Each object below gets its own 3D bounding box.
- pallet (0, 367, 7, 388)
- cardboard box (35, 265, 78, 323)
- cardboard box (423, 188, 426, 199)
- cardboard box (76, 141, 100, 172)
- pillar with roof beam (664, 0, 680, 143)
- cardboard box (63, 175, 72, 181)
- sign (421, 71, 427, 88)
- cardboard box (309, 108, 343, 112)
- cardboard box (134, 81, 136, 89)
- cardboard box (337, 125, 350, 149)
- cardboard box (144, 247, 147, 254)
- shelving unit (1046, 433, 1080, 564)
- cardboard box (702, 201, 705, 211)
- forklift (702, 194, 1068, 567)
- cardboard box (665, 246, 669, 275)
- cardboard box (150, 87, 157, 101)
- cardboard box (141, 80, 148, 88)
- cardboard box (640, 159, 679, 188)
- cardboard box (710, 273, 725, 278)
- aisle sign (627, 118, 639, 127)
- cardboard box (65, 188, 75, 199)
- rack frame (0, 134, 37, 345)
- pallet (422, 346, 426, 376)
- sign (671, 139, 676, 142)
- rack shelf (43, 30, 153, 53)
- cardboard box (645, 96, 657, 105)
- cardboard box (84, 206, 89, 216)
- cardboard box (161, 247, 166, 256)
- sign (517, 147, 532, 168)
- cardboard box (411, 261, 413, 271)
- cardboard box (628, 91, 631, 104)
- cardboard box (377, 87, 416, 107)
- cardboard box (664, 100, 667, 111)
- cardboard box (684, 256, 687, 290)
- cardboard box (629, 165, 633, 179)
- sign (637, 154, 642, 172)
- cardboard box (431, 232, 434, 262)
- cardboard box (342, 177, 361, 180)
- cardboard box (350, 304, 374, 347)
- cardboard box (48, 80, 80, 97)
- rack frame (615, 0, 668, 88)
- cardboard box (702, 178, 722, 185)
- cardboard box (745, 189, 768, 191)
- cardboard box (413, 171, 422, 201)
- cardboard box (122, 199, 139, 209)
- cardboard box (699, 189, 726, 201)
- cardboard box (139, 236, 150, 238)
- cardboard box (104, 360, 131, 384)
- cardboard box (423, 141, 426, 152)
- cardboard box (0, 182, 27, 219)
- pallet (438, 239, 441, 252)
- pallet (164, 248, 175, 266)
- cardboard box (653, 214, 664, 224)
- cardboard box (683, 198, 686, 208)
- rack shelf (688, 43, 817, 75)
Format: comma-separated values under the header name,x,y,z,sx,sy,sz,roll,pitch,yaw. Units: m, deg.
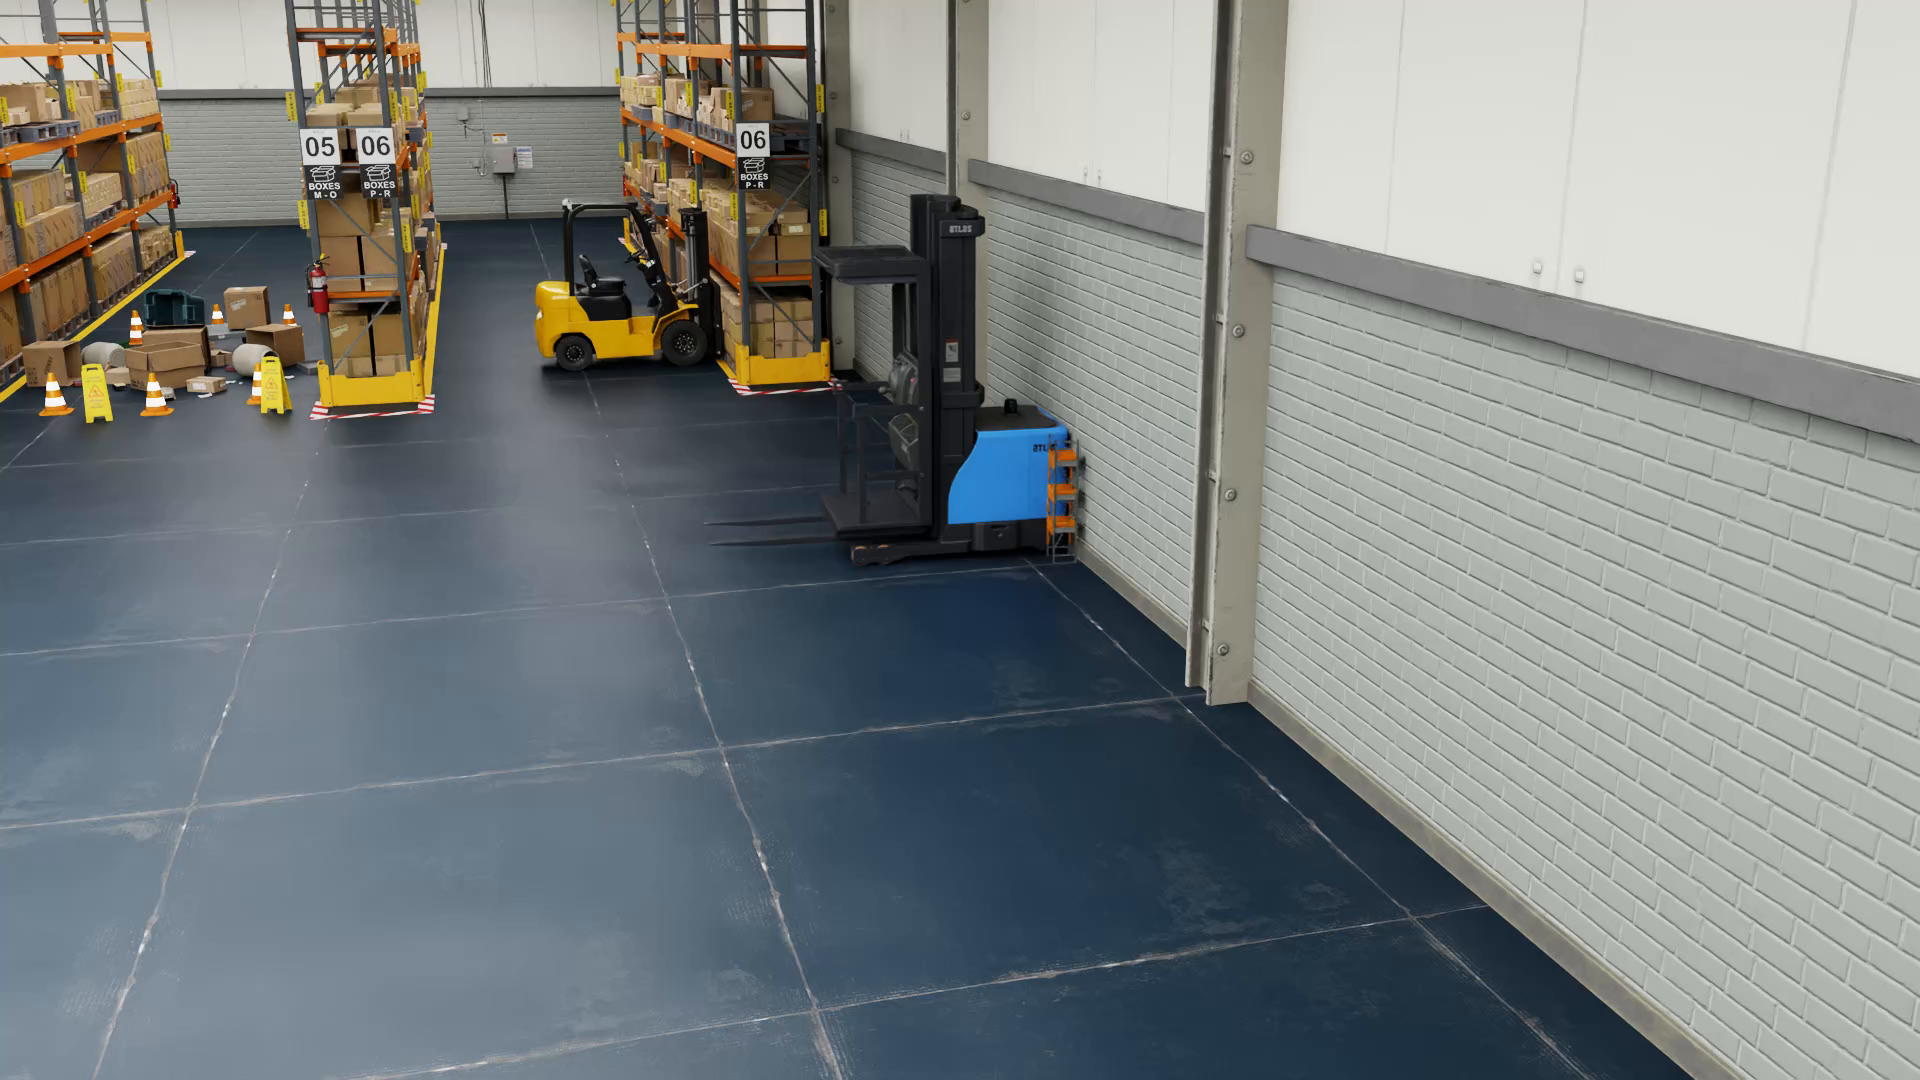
name,x,y,z,sx,sy,sz,roll,pitch,yaw
pallet,-12.385,-1.881,20.348,1.003,0.211,1.213,-5,17,-15
cardboard box,-13.632,-3.584,24.351,1.050,0.750,0.750,-4,17,-14
cardboard box,-9.520,-6.048,28.763,0.500,0.250,0.500,-4,17,-14
cardboard box,-15.445,-6.762,29.321,0.500,0.500,0.500,-5,18,-17
pillar with roof beam,-10.666,-11.253,36.273,9.100,9.000,0.400,-5,17,-15
cardboard box,-15.307,-6.128,28.311,0.380,0.149,0.250,-4,17,-14
sign,-10.898,-9.372,33.822,0.100,0.325,0.005,-5,17,-15
cardboard box,-7.857,-5.274,20.633,0.380,0.149,0.250,-4,17,-14
cardboard box,-15.303,-8.318,30.413,0.380,0.149,0.250,-5,17,-17
cardboard box,-7.426,-4.712,19.453,0.500,0.250,0.500,-5,17,-16
cardboard box,-15.177,-5.290,30.559,0.380,0.149,0.250,-6,18,-18
shelving unit,0.850,-0.342,13.758,0.215,1.050,0.252,-2,16,-9
cardboard box,-3.520,-4.834,24.029,0.380,0.149,0.250,-5,17,-16
forklift,-0.655,-1.350,13.853,3.031,2.935,1.130,-4,17,-13
cardboard box,-4.904,-4.934,29.278,0.500,0.500,0.500,-5,17,-16
cardboard box,-15.784,-8.588,32.005,0.500,0.250,0.500,-5,18,-17
cardboard box,-15.560,-8.606,31.372,0.380,0.149,0.250,-4,17,-14
cardboard box,-5.635,-6.895,31.287,0.700,0.500,0.500,-4,17,-14
cardboard box,-3.392,-3.646,23.689,0.500,0.250,0.500,-5,17,-15
aisle sign,-6.953,-9.144,35.161,0.394,0.787,0.004,-5,17,-15
cardboard box,-13.899,-5.388,25.848,0.380,0.149,0.250,-5,17,-15
rack frame,-12.857,-3.771,21.793,1.000,3.000,0.127,-5,17,-15
pallet,-7.568,-2.334,21.856,1.003,0.211,1.213,-5,17,-15
sign,-6.113,-8.648,35.465,0.100,0.325,0.005,-5,17,-15
rack shelf,-15.606,-9.065,30.243,1.077,0.370,4.000,-5,17,-15
cardboard box,-5.406,-7.825,29.607,0.380,0.149,0.250,-4,17,-14
cardboard box,-13.959,-5.173,26.165,0.380,0.149,0.250,-4,17,-13
cardboard box,-15.441,-5.521,31.845,0.380,0.149,0.250,-6,18,-18
sign,-10.518,-9.244,40.179,0.329,0.494,0.001,-5,17,-15
cardboard box,-7.315,-3.583,21.604,0.380,0.149,0.250,-5,17,-15
cardboard box,-6.340,-8.844,33.209,0.500,0.250,0.500,-5,17,-16
cardboard box,-8.048,-6.326,23.747,0.500,0.250,0.500,-5,17,-16
cardboard box,-4.650,-7.144,27.309,0.380,0.166,0.250,-5,17,-15
cardboard box,-3.923,-4.215,26.666,0.875,0.625,0.625,-5,18,-18
cardboard box,-6.505,-7.548,34.109,0.500,0.250,0.500,-5,17,-16
sign,-6.072,-7.167,31.592,0.100,0.325,0.005,-5,17,-15
cardboard box,-10.077,-5.422,30.251,0.875,0.875,0.875,-4,17,-14
cardboard box,-7.982,-4.437,21.580,0.700,0.500,0.500,-5,17,-16
cardboard box,-7.644,-2.673,20.882,0.500,0.500,0.500,-4,17,-13
cardboard box,-14.053,-7.073,26.065,0.396,0.266,0.258,-5,17,-15
rack frame,-6.652,-10.777,34.686,1.000,3.000,0.127,-5,17,-15
cardboard box,-4.170,-5.975,27.829,0.380,0.149,0.250,-4,17,-13
cardboard box,-2.947,-4.948,23.892,0.380,0.149,0.250,-5,17,-17
cardboard box,-8.833,-5.585,26.410,0.500,0.500,0.500,-5,17,-17
cardboard box,-14.819,-5.968,29.543,0.380,0.149,0.250,-4,17,-13
cardboard box,-3.552,-4.974,23.977,0.380,0.149,0.250,-4,17,-14
cardboard box,-15.326,-5.580,31.004,0.380,0.149,0.250,-5,18,-18
cardboard box,-10.614,-2.132,21.089,0.396,0.266,0.258,-2,17,-6
cardboard box,-10.485,-7.364,31.842,0.500,0.500,0.500,-4,17,-14
cardboard box,-13.143,-4.577,22.564,0.700,0.500,0.500,-5,17,-16
pallet,-11.129,-5.959,33.925,1.003,0.211,1.213,-5,17,-15
pallet,-15.945,-5.507,32.417,1.003,0.211,1.213,-5,17,-15
cardboard box,-5.592,-6.066,31.402,0.380,0.149,0.250,-6,18,-18
cardboard box,-4.018,-5.151,25.778,0.500,0.250,0.500,-4,17,-14
rack shelf,-2.805,-6.368,21.955,1.077,0.370,4.000,-5,17,-15
